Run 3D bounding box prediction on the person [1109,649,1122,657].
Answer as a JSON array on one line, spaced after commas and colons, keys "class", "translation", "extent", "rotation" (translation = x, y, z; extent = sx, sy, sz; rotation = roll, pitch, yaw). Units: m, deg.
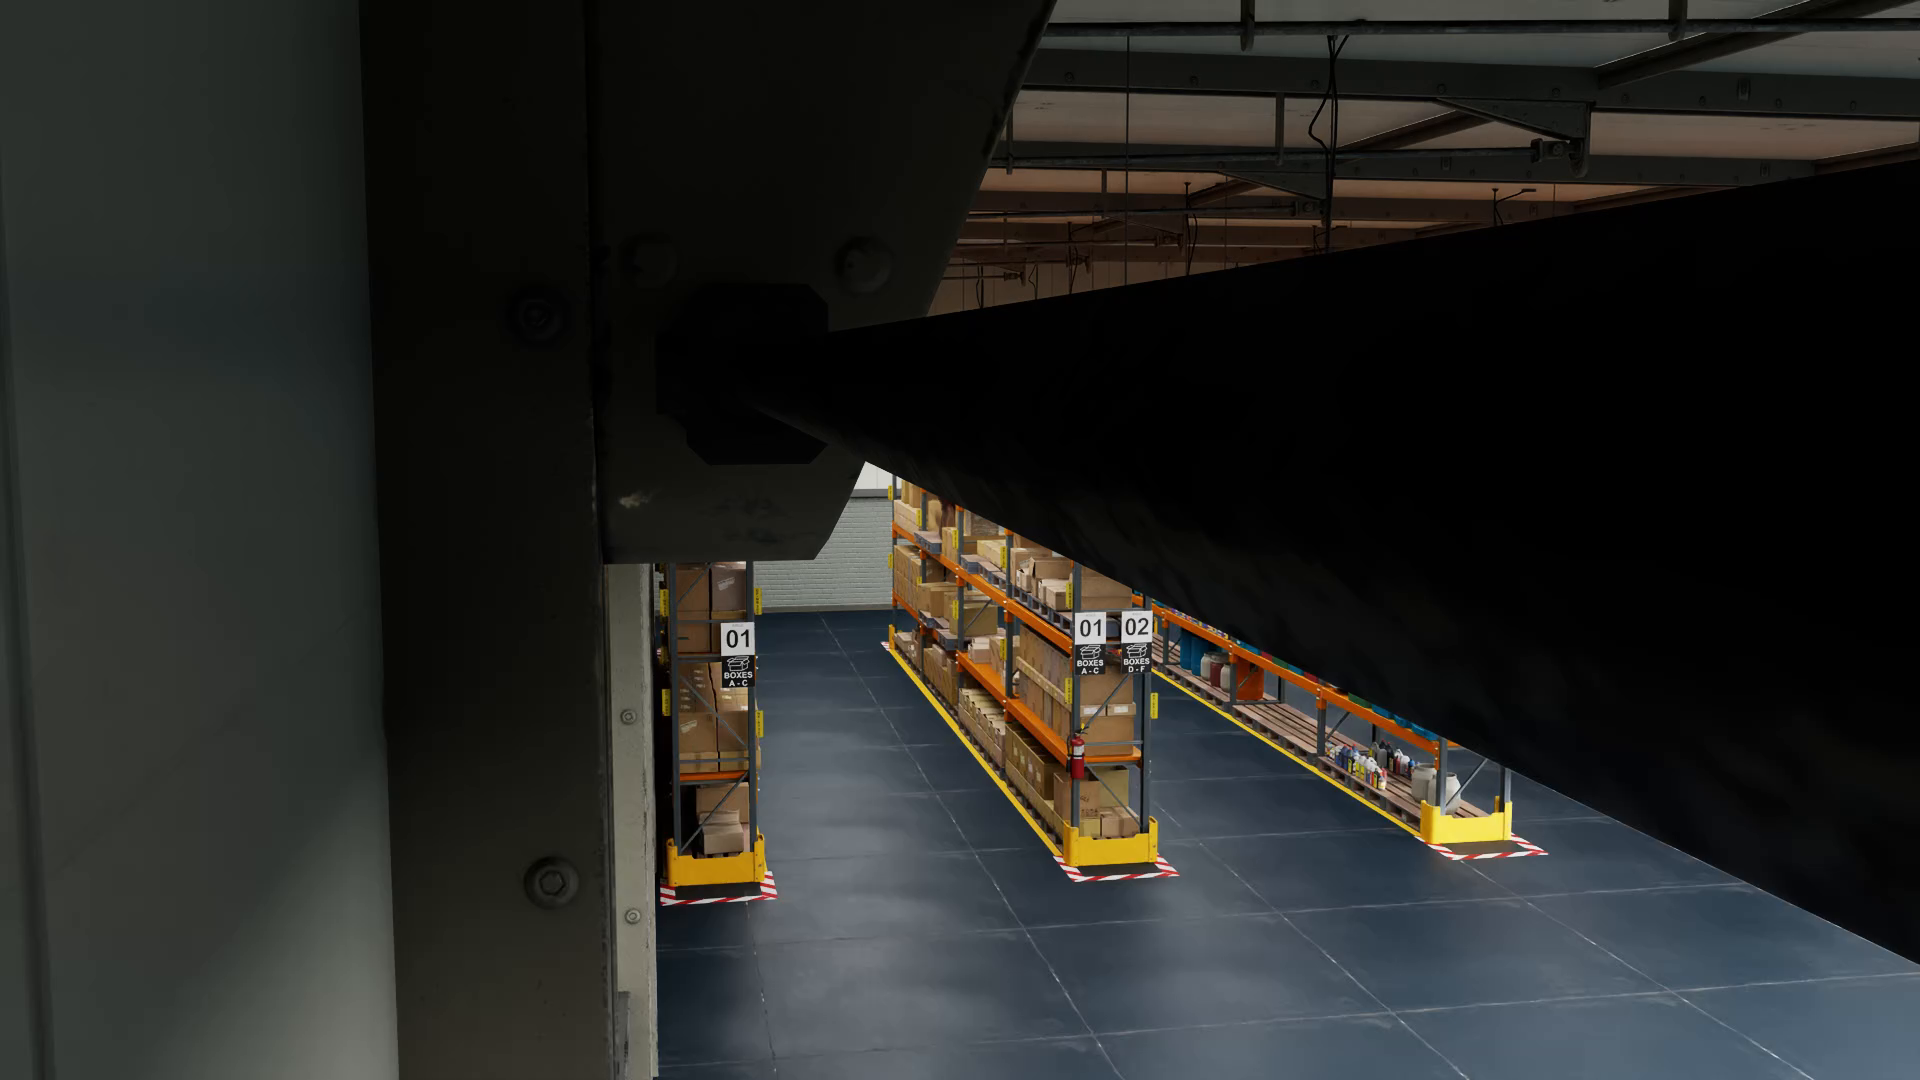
[{"class": "person", "translation": [2.745, 2.390, 29.225], "extent": [0.832, 1.701, 0.692], "rotation": [4, 8, 35]}]
